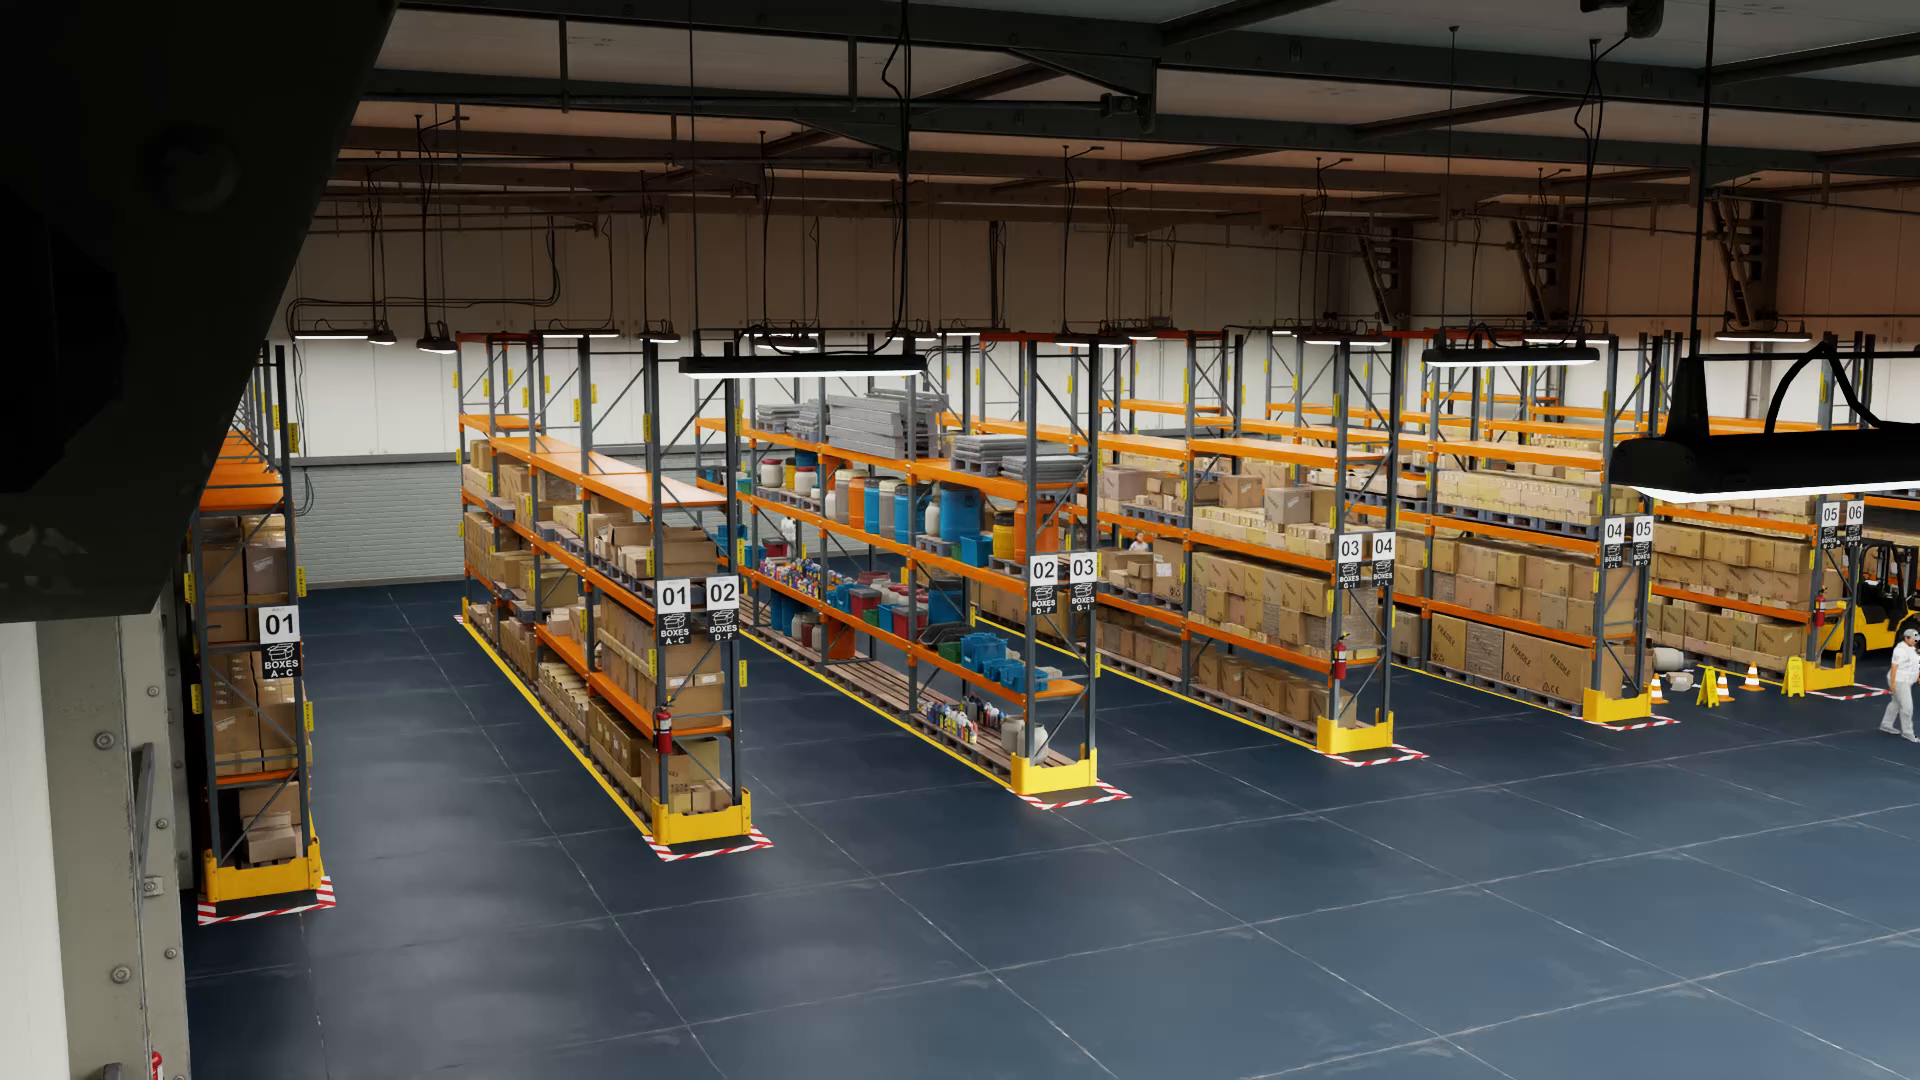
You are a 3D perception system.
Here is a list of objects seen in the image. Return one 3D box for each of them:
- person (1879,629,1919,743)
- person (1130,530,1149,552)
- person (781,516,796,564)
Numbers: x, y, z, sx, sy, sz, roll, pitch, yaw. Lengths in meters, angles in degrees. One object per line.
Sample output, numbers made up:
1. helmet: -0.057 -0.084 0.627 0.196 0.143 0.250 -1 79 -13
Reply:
1. person: 14.227 2.155 25.007 0.529 1.673 0.679 -6 10 -40
2. person: 3.955 0.586 36.573 0.511 1.604 1.054 -3 8 -20
3. person: -4.214 -0.005 40.950 0.455 1.621 0.863 -4 9 -27
